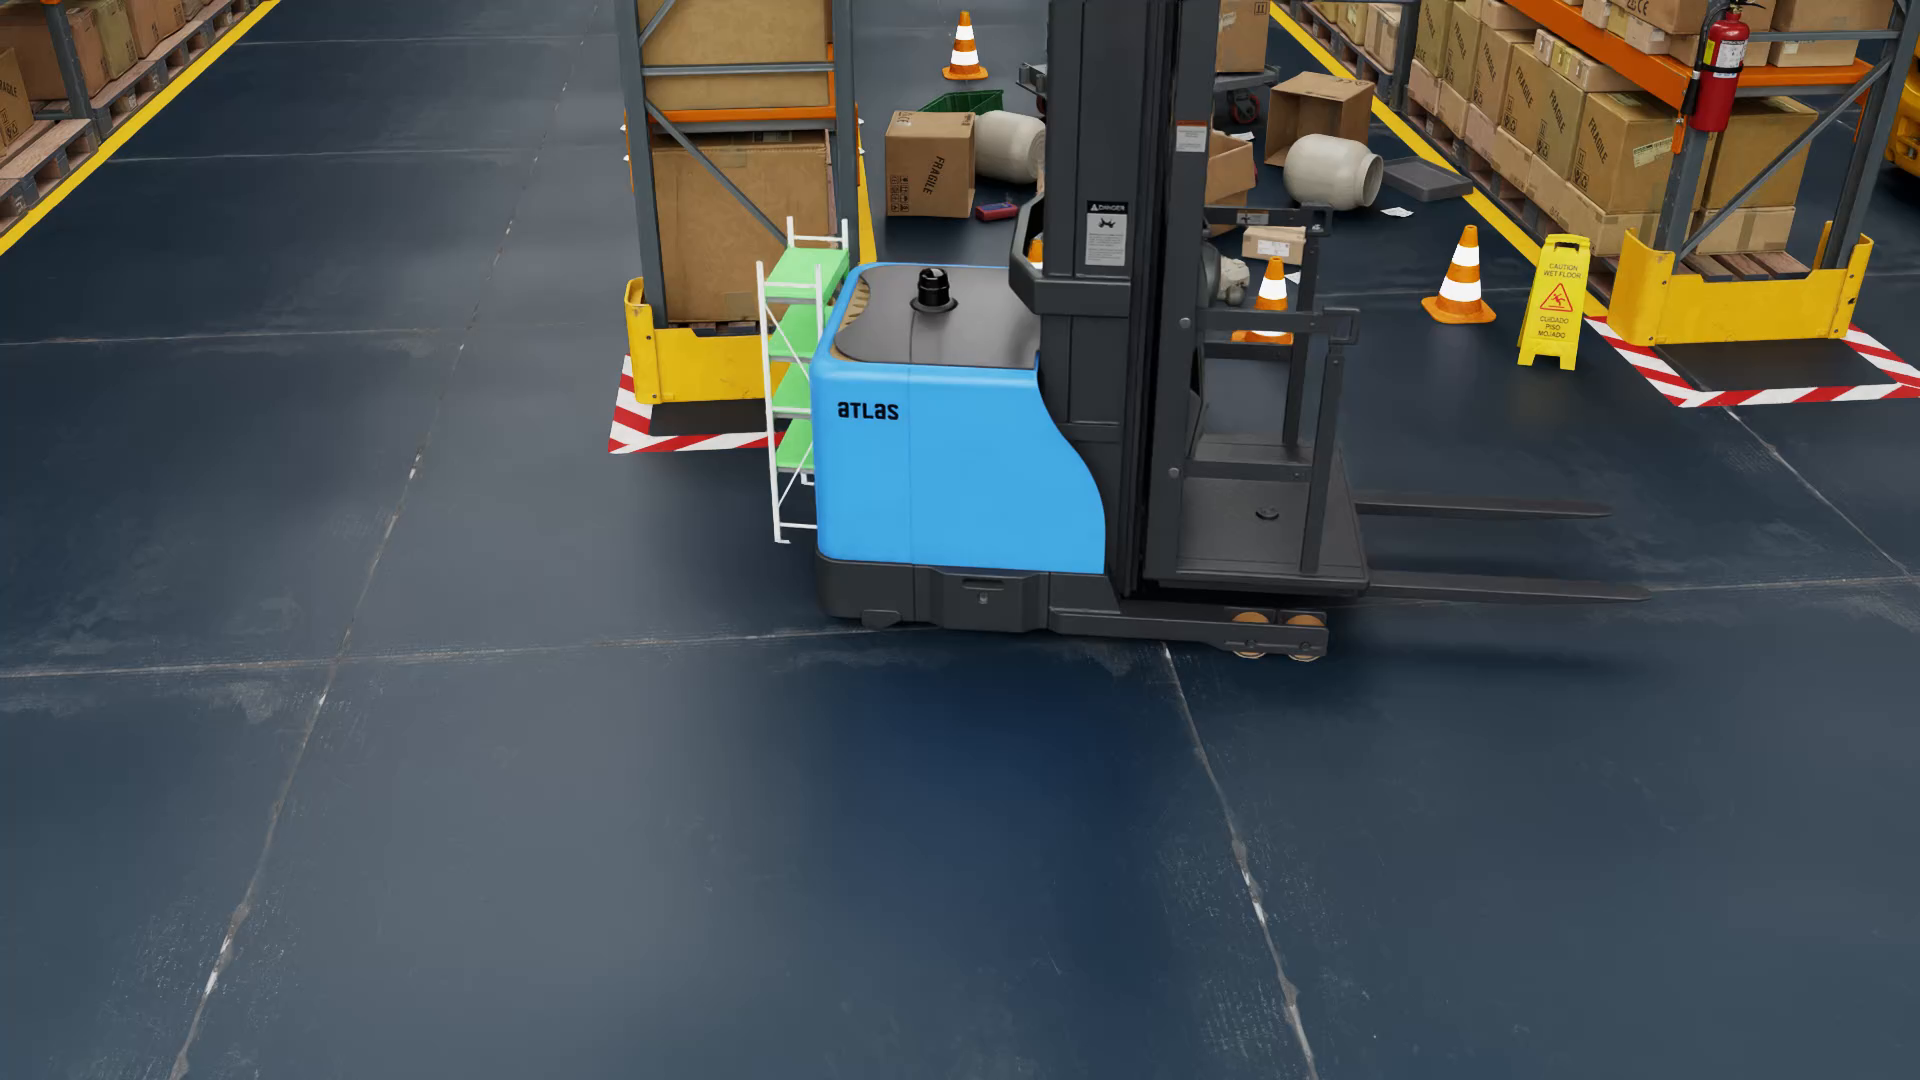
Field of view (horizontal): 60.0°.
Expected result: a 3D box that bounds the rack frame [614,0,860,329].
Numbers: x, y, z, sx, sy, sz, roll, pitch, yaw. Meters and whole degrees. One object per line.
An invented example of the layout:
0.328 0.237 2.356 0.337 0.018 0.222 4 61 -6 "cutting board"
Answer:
-0.966 -2.051 7.259 1.000 3.000 0.127 -3 31 -5 "rack frame"

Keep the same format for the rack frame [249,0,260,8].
-6.661 -5.949 13.785 1.000 3.000 0.127 -3 31 -5 "rack frame"

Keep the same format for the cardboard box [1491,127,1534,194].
3.515 -2.271 9.899 0.500 0.250 0.500 -4 31 -6 "cardboard box"

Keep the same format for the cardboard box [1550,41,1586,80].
3.497 -2.649 9.168 0.380 0.149 0.250 -2 31 -4 "cardboard box"

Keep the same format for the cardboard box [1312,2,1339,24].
3.391 -4.424 13.384 0.950 0.372 0.625 -2 31 -3 "cardboard box"

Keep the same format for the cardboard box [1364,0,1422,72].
3.528 -3.702 12.175 0.950 0.372 0.625 -2 31 -4 "cardboard box"

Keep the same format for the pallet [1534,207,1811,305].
3.906 -1.598 9.219 1.003 0.211 1.213 -3 31 -5 "pallet"

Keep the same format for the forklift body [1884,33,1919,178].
6.901 -3.096 9.835 2.313 2.155 1.214 -3 31 -5 "forklift body"

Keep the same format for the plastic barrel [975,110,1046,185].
0.294 -2.481 10.492 0.512 0.421 0.421 20 36 29 "plastic barrel"

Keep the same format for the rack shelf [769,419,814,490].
-0.595 -0.363 6.780 0.258 0.148 0.480 4 31 7 "rack shelf"

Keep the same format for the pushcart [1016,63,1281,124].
1.314 -3.121 11.608 1.648 0.377 0.936 -14 33 -22 "pushcart"

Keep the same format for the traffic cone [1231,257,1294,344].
1.555 -1.182 8.277 0.336 0.463 0.334 -3 31 -5 "traffic cone"

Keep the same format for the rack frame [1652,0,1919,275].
3.953 -2.340 7.742 1.000 3.000 0.127 -3 31 -5 "rack frame"

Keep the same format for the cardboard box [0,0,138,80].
-6.349 -3.582 11.830 0.700 0.500 0.500 -3 31 -5 "cardboard box"

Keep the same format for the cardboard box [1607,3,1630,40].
3.569 -2.669 8.537 0.380 0.149 0.250 -3 31 -5 "cardboard box"

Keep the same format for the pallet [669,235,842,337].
-1.118 -1.258 8.651 1.003 0.211 1.213 -3 31 -5 "pallet"

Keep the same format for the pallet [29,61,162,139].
-6.361 -3.107 11.747 1.003 0.211 1.213 -3 31 -5 "pallet"

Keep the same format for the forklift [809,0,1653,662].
1.015 -1.106 5.744 3.031 2.935 1.130 3 31 5 "forklift"

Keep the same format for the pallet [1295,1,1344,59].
3.388 -4.207 13.587 1.003 0.211 1.213 -3 31 -5 "pallet"

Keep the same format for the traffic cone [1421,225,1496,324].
2.629 -1.408 8.657 0.336 0.463 0.334 -3 31 -5 "traffic cone"

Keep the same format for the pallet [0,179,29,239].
-6.072 -1.745 9.465 1.003 0.211 1.213 -3 31 -5 "pallet"

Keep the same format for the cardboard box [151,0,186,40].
-6.454 -4.152 12.785 0.700 0.500 0.500 0 31 0 "cardboard box"

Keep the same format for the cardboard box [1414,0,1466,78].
3.366 -3.390 11.040 0.500 0.500 0.500 -1 31 -2 "cardboard box"

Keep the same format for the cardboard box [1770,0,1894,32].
4.185 -2.765 8.067 0.500 0.500 0.500 -3 31 -5 "cardboard box"

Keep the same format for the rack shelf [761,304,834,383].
-0.595 -0.775 6.534 0.258 0.148 0.480 4 31 7 "rack shelf"

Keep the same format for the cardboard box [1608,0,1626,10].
3.586 -3.030 8.510 0.500 0.500 0.500 -3 31 -4 "cardboard box"

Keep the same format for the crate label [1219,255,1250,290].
1.420 -1.440 9.028 0.250 0.136 0.298 -20 36 -30 "crate label"

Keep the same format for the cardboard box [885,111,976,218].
-0.173 -2.278 10.073 0.500 0.500 0.500 2 31 4 "cardboard box"

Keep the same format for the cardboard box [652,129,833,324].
-1.095 -1.662 8.270 0.875 0.875 0.875 -3 31 -4 "cardboard box"

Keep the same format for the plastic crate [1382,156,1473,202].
2.910 -2.288 10.502 0.402 0.080 0.583 -14 33 -22 "plastic crate"

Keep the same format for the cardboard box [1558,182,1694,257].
3.608 -1.752 9.029 0.500 0.250 0.500 -3 31 -5 "cardboard box"

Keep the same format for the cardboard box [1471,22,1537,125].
3.474 -2.852 10.140 0.500 0.500 0.500 -1 31 -2 "cardboard box"

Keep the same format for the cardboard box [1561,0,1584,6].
3.516 -3.062 9.197 0.380 0.149 0.250 -3 31 -5 "cardboard box"

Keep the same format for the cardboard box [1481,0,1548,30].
3.396 -3.202 10.093 0.380 0.149 0.250 -1 31 -2 "cardboard box"

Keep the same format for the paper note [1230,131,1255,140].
1.931 -2.755 11.333 0.148 0.019 0.142 -3 31 -5 "paper note"

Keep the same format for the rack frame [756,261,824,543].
-0.629 -0.500 6.417 0.240 1.200 0.015 4 31 7 "rack frame"

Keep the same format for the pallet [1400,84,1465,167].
3.678 -2.844 11.305 1.003 0.211 1.213 -3 31 -5 "pallet"

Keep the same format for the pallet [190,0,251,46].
-6.589 -4.353 13.832 1.003 0.211 1.213 -3 31 -5 "pallet"

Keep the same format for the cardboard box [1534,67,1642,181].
3.567 -2.324 9.257 0.500 0.500 0.500 -2 31 -3 "cardboard box"

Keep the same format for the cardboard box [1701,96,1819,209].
4.151 -2.099 8.879 0.500 0.500 0.500 -4 31 -6 "cardboard box"

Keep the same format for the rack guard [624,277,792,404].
-0.963 -0.966 7.879 1.175 0.500 0.348 -3 31 -5 "rack guard"

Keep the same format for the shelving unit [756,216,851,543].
-0.595 -0.624 6.624 0.258 1.200 0.503 4 31 7 "shelving unit"

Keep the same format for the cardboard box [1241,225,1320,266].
1.820 -1.688 9.431 0.380 0.149 0.250 13 33 21 "cardboard box"

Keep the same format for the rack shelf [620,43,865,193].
-1.152 -2.763 9.153 1.077 0.370 4.000 -3 31 -5 "rack shelf"

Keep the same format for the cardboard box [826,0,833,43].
-1.046 -2.874 8.491 0.875 0.550 0.550 -3 31 -5 "cardboard box"

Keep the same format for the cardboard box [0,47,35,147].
-6.289 -2.808 10.554 0.500 0.500 0.500 -4 31 -6 "cardboard box"

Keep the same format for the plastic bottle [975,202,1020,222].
0.246 -1.981 10.006 0.283 0.061 0.133 -14 33 -22 "plastic bottle"

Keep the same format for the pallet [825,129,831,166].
-1.346 -2.504 10.736 1.003 0.211 1.213 -3 31 -5 "pallet"

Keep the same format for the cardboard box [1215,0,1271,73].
1.810 -3.533 11.439 0.500 0.500 0.500 -3 31 -5 "cardboard box"

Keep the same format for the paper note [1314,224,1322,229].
2.122 -1.844 9.827 0.032 0.001 0.123 -3 31 -5 "paper note"

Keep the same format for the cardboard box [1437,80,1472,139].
3.427 -2.796 10.777 0.500 0.250 0.500 -1 31 -2 "cardboard box"

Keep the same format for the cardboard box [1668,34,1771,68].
3.705 -2.413 8.109 0.380 0.149 0.250 -2 31 -3 "cardboard box"

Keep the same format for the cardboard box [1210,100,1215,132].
1.173 -2.579 10.444 0.797 0.637 0.503 -3 31 -5 "cardboard box"

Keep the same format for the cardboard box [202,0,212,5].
-6.578 -4.724 13.742 0.700 0.500 0.500 -4 31 -7 "cardboard box"
